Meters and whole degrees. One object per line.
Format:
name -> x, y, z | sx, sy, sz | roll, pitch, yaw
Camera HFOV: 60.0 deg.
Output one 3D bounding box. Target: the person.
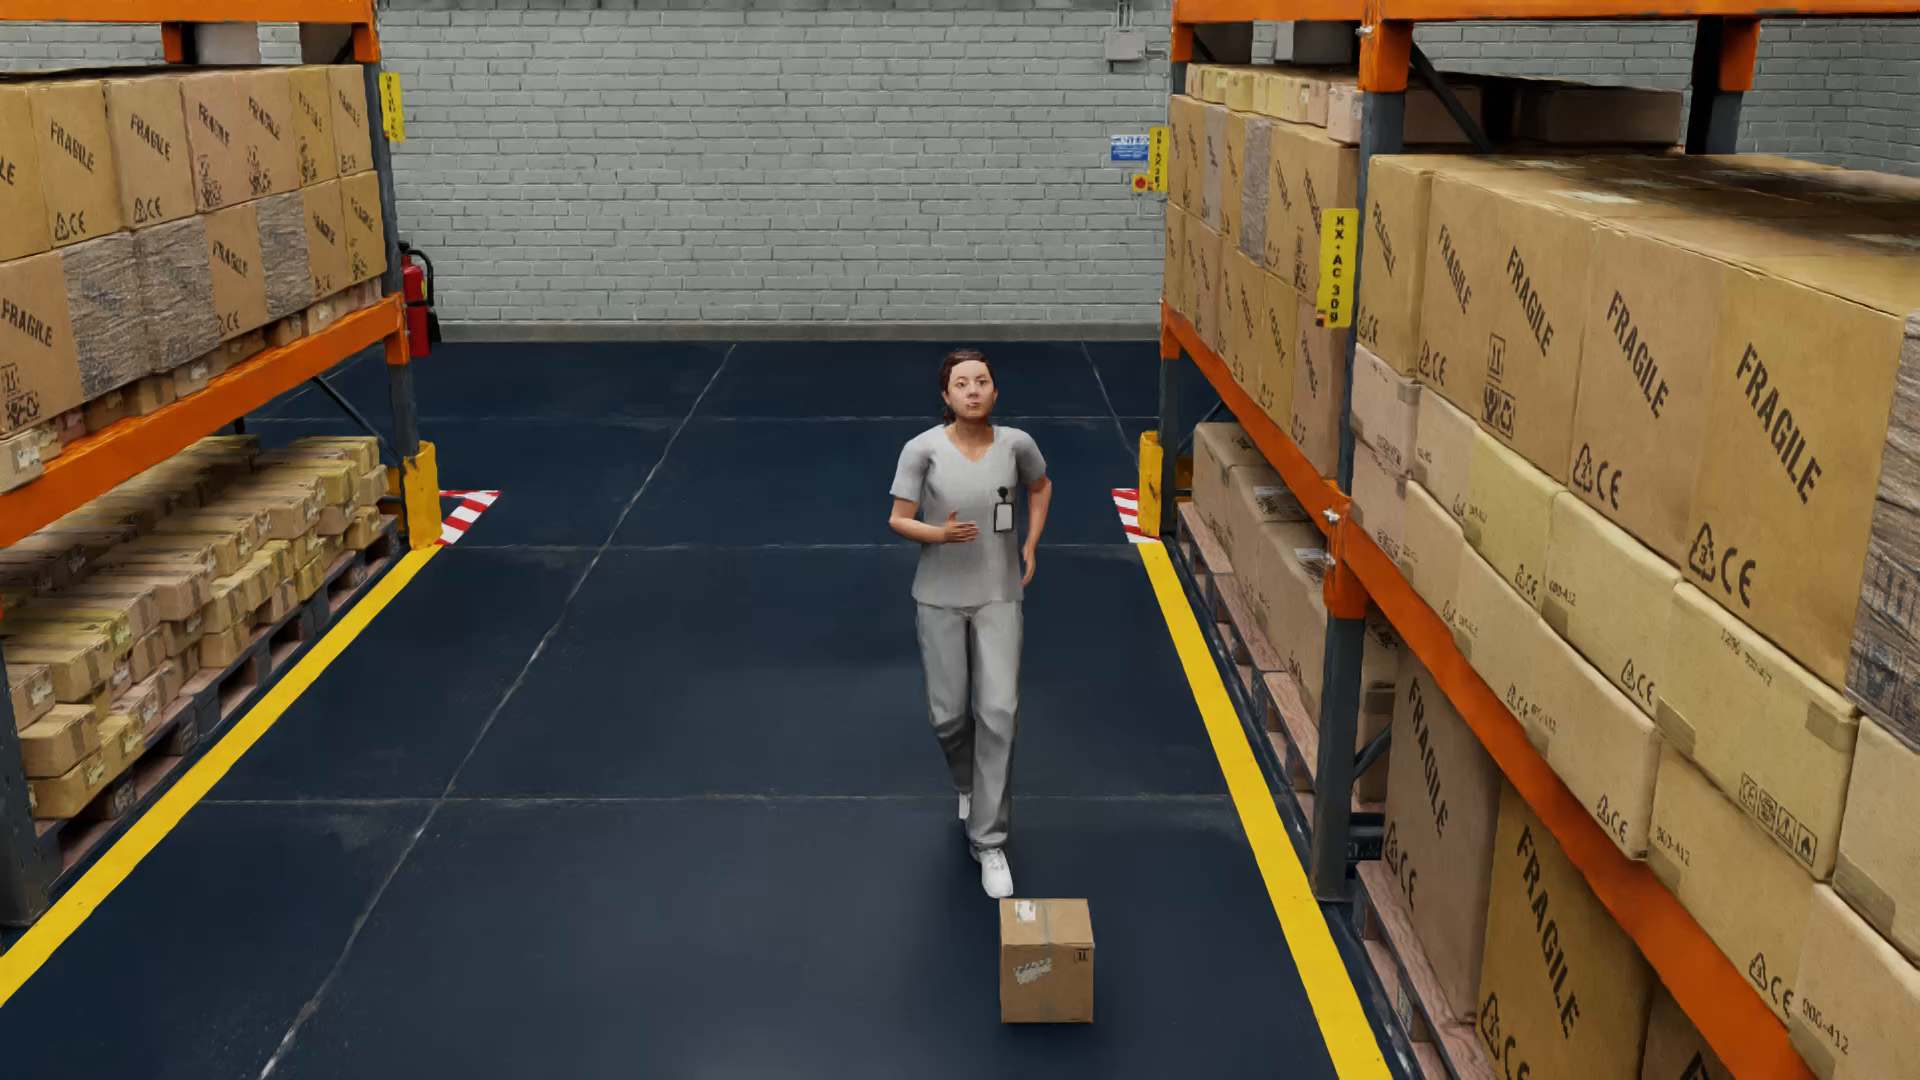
person -> 0.037, 0.235, 5.337 | 0.533, 1.654, 0.755 | 0, 17, 1
